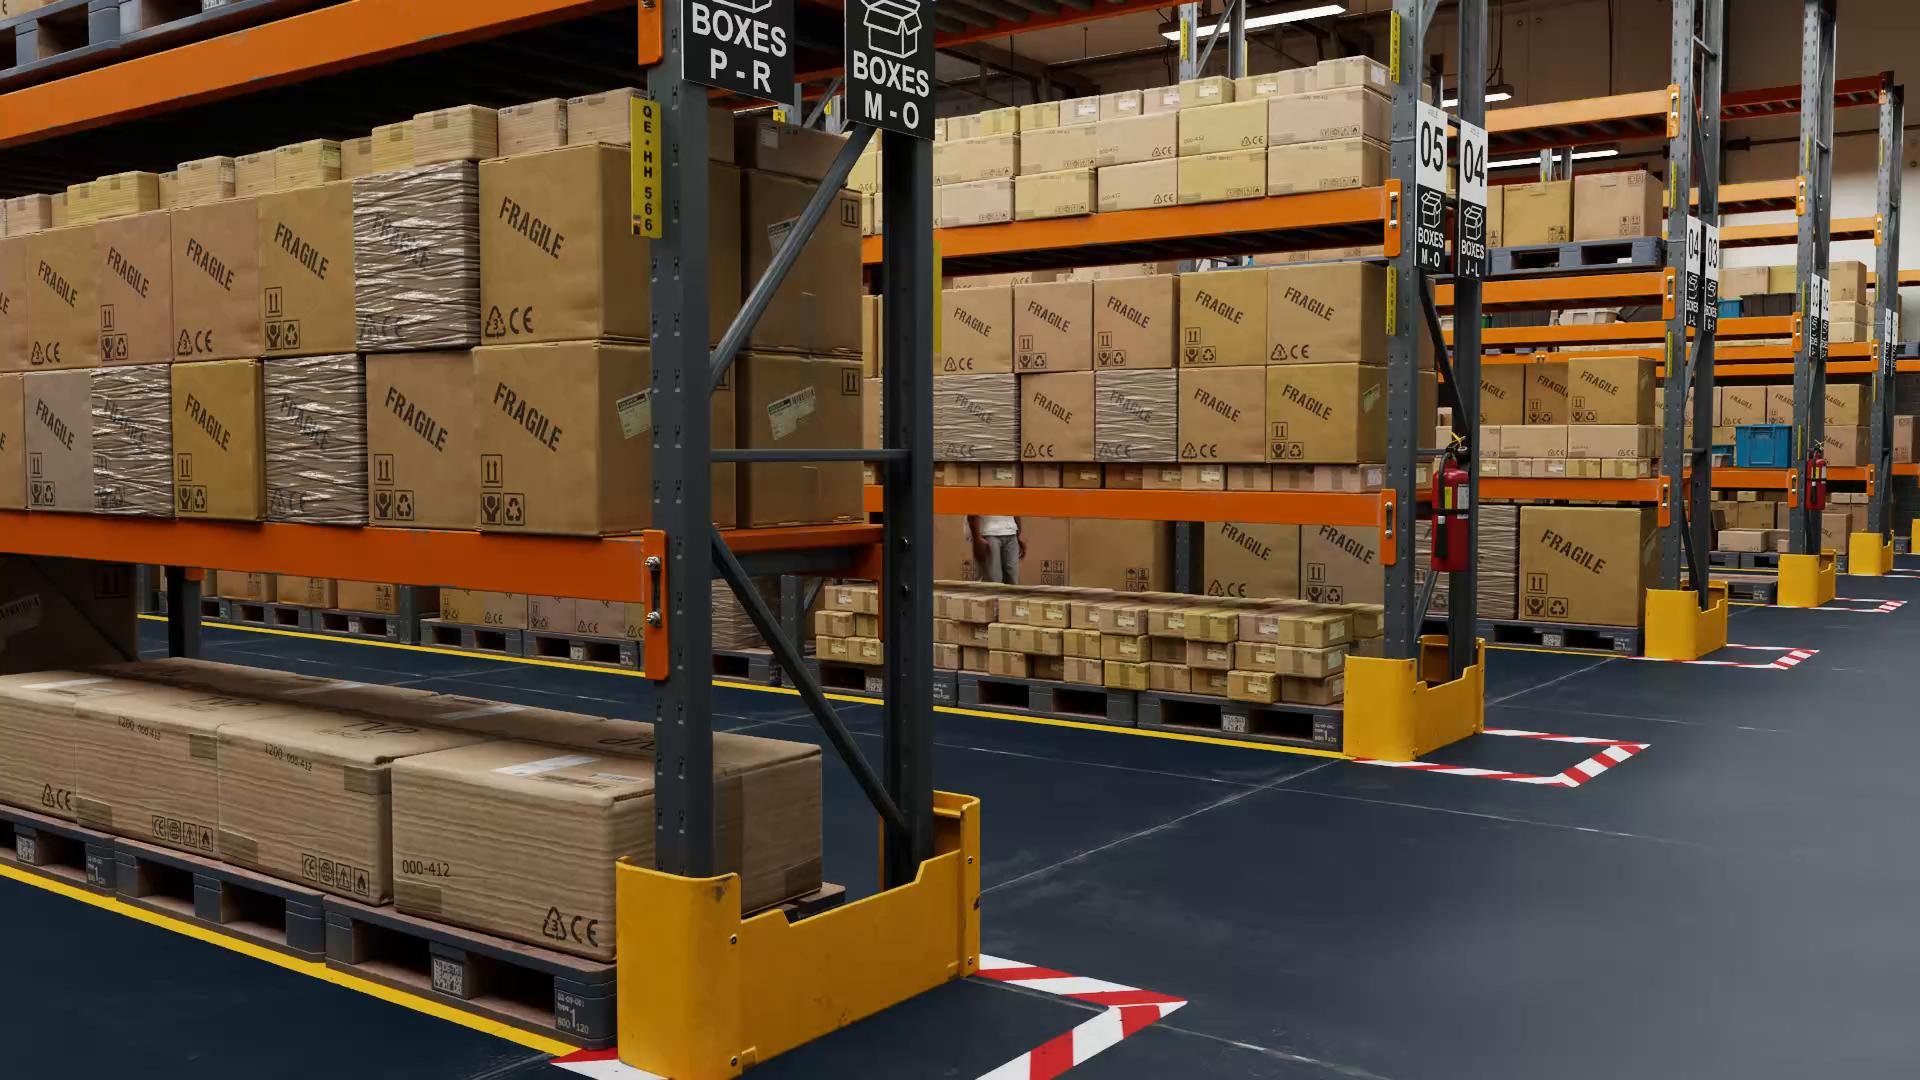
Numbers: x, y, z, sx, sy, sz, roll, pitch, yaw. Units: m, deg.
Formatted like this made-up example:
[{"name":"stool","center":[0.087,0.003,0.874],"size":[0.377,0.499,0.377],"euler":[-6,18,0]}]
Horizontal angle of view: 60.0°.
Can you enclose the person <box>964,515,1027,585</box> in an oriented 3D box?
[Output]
[{"name":"person","center":[0.280,-0.016,12.033],"size":[0.463,1.760,0.635],"euler":[2,4,35]}]
